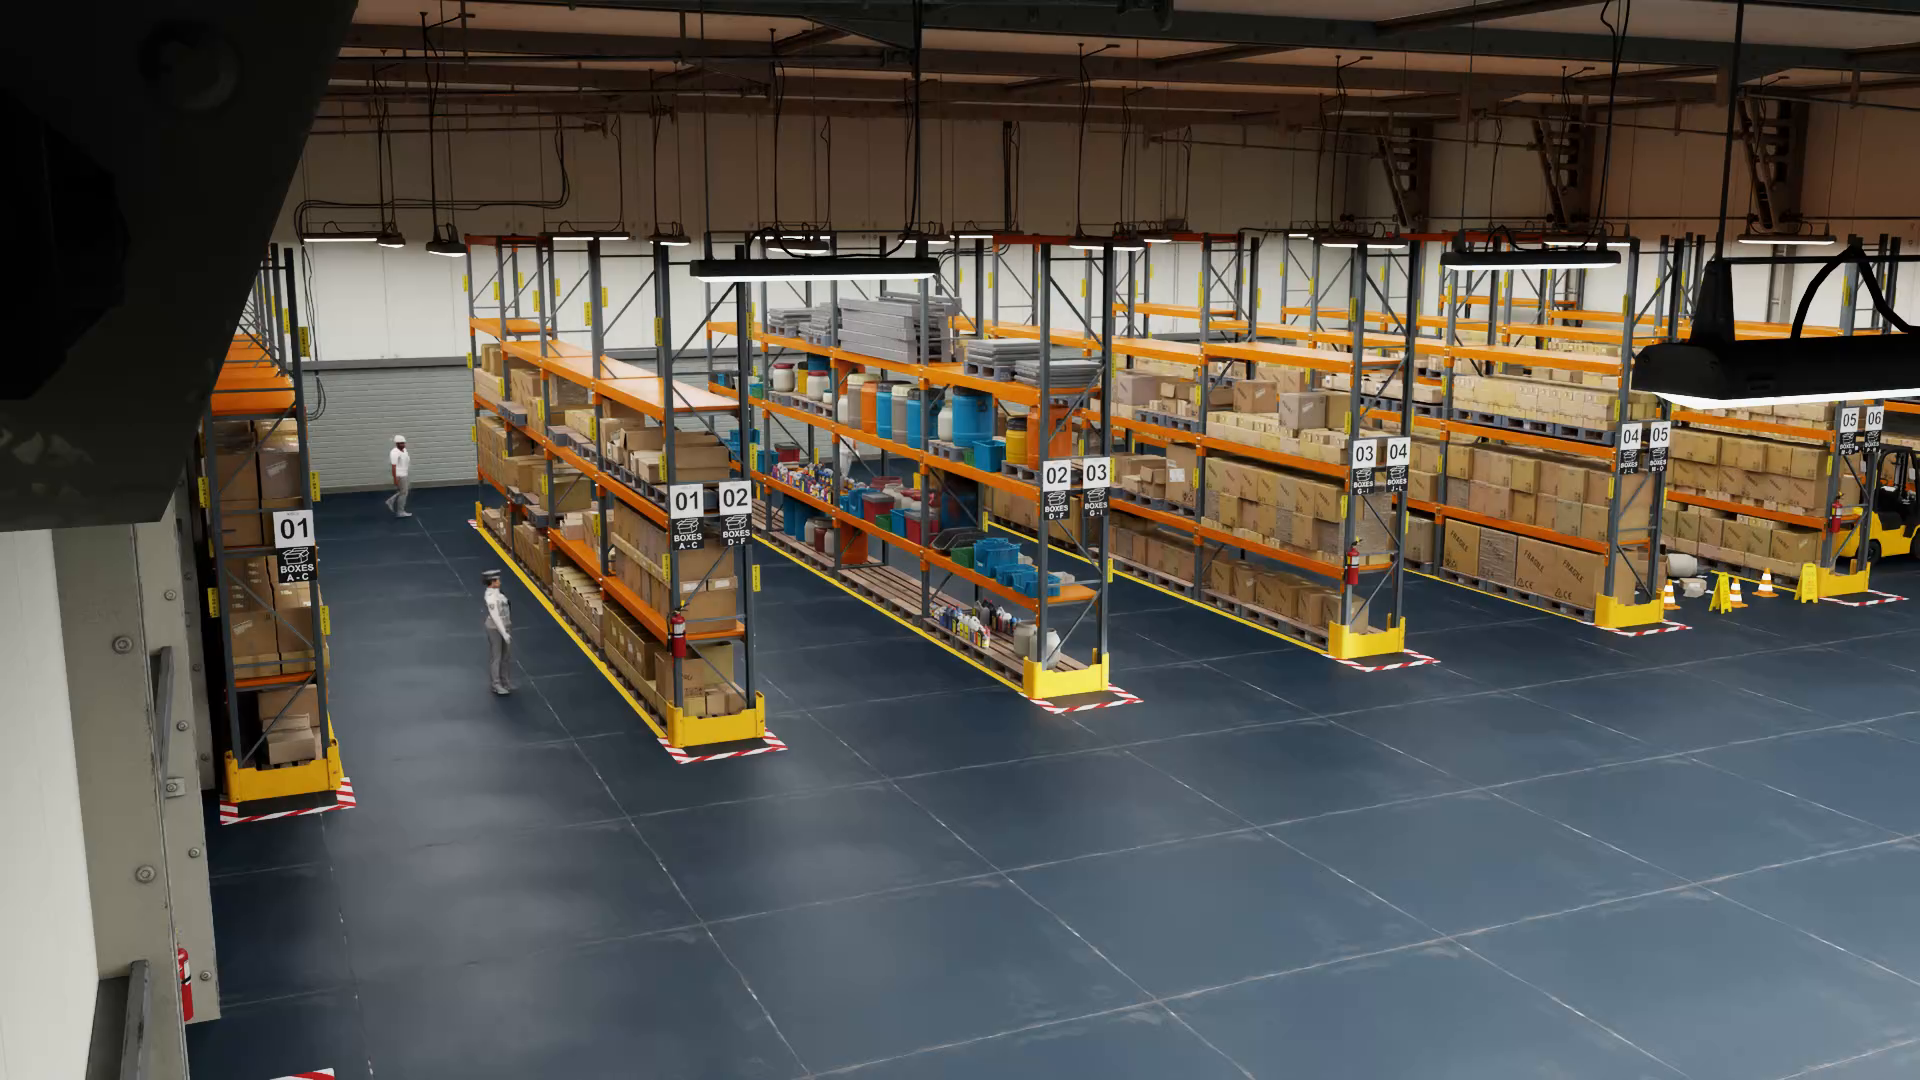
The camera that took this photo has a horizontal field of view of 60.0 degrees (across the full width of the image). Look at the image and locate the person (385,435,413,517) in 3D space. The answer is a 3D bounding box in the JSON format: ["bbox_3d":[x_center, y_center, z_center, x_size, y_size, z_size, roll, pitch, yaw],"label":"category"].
[{"bbox_3d":[-12.000,-1.363,35.453,0.550,1.754,0.636,-4,12,-21],"label":"person"}]

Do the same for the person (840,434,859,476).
[{"bbox_3d":[-2.645,-2.002,38.745,0.446,1.792,0.554,8,14,37],"label":"person"}]

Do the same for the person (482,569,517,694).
[{"bbox_3d":[-6.190,1.249,22.436,0.468,1.709,0.561,2,11,12],"label":"person"}]
